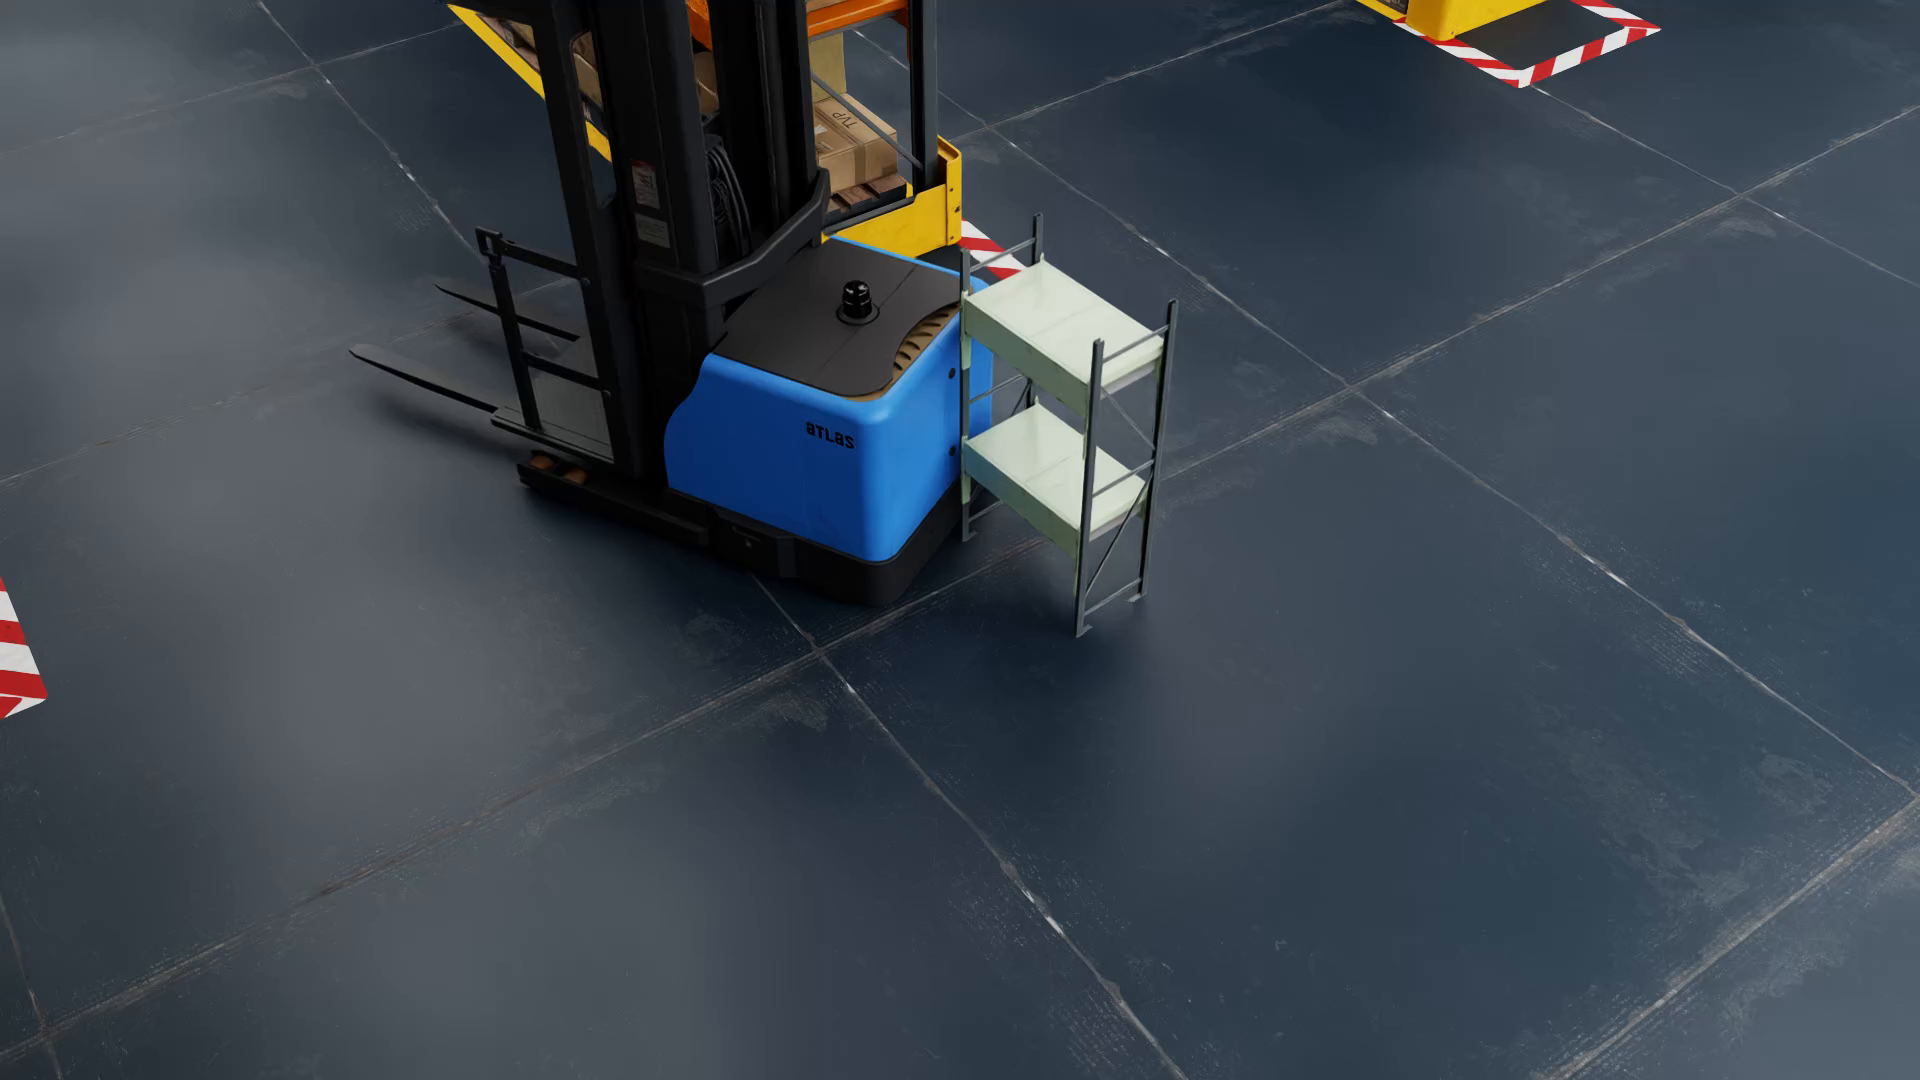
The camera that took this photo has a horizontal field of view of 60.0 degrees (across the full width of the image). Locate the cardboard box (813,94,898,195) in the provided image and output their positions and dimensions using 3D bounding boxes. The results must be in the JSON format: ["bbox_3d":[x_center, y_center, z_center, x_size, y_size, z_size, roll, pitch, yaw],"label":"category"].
[{"bbox_3d":[-0.682,-2.134,8.991,0.500,0.250,0.500,-26,49,-24],"label":"cardboard box"}]

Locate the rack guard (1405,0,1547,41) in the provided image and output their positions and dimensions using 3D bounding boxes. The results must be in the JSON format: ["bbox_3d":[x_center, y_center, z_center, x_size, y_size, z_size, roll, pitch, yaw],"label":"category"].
[{"bbox_3d":[3.426,-3.660,10.713,1.175,0.500,0.348,-26,49,-24],"label":"rack guard"}]

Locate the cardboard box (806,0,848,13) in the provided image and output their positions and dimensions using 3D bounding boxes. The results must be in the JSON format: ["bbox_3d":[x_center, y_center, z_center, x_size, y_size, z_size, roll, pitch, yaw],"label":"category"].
[{"bbox_3d":[-0.814,-2.891,8.024,0.700,0.500,0.500,-26,49,-24],"label":"cardboard box"}]

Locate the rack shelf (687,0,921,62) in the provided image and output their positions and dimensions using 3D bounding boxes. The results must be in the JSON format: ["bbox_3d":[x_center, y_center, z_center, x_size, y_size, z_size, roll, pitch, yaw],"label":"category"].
[{"bbox_3d":[-1.701,-3.458,9.211,1.077,0.370,4.000,-26,49,-24],"label":"rack shelf"}]

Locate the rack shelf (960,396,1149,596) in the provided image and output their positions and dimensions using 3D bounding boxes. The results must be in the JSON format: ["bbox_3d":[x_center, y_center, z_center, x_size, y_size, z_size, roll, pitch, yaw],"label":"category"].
[{"bbox_3d":[0.391,-0.191,6.827,0.431,0.370,0.720,-30,51,-27],"label":"rack shelf"}]

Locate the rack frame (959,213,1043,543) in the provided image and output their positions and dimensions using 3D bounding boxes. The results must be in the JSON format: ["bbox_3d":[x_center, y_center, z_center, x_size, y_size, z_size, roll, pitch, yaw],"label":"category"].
[{"bbox_3d":[0.158,-0.622,6.806,0.400,1.500,0.023,-30,51,-27],"label":"rack frame"}]

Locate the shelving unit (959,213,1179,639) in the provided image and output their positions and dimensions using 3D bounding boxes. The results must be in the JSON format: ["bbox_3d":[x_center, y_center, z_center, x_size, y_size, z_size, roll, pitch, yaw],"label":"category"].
[{"bbox_3d":[0.391,-0.427,6.602,0.431,1.500,0.755,-30,51,-27],"label":"shelving unit"}]

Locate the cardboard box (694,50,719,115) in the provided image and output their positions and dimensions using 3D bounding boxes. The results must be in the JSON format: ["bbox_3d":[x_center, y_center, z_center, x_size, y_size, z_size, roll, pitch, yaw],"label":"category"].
[{"bbox_3d":[-1.108,-2.200,8.517,0.500,0.500,0.500,-26,49,-24],"label":"cardboard box"}]

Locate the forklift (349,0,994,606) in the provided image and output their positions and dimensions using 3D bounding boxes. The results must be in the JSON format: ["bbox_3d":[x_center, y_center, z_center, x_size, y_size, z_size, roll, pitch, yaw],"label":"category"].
[{"bbox_3d":[-1.395,-1.517,6.707,3.031,2.935,1.130,20,47,20],"label":"forklift"}]

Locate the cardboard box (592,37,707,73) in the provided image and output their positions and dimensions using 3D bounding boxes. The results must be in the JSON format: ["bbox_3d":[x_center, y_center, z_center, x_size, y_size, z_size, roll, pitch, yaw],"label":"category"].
[{"bbox_3d":[-1.692,-2.760,9.104,0.500,0.500,0.500,-26,49,-24],"label":"cardboard box"}]

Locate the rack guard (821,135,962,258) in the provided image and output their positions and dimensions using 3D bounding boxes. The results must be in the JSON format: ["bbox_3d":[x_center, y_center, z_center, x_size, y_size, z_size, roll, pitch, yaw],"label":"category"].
[{"bbox_3d":[-0.543,-1.667,8.625,1.175,0.500,0.348,-26,49,-24],"label":"rack guard"}]

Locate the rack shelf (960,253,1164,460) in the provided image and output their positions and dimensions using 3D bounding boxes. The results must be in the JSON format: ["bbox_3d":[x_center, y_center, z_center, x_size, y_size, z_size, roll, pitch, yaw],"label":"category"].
[{"bbox_3d":[0.391,-0.709,6.333,0.431,0.370,0.720,-30,51,-27],"label":"rack shelf"}]

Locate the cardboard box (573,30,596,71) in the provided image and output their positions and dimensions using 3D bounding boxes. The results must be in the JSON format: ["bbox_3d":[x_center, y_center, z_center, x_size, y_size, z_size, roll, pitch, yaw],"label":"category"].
[{"bbox_3d":[-1.977,-3.044,9.401,0.500,0.500,0.500,-26,49,-24],"label":"cardboard box"}]

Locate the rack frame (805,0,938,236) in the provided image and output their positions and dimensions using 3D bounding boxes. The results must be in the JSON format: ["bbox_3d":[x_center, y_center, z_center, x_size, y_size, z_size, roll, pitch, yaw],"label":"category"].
[{"bbox_3d":[-0.557,-2.585,7.777,1.000,3.000,0.127,-26,49,-24],"label":"rack frame"}]

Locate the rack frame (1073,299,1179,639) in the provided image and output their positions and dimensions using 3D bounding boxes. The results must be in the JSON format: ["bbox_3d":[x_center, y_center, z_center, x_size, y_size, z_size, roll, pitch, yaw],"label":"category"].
[{"bbox_3d":[0.624,-0.232,6.398,0.400,1.500,0.023,-30,51,-27],"label":"rack frame"}]

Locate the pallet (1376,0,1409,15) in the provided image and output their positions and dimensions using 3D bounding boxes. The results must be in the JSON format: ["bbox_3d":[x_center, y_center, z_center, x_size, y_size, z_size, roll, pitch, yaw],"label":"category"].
[{"bbox_3d":[2.965,-4.018,11.297,1.003,0.211,1.213,-26,49,-24],"label":"pallet"}]

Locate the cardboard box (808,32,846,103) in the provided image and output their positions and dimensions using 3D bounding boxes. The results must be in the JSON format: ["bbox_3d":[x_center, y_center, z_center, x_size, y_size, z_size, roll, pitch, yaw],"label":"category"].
[{"bbox_3d":[-0.969,-2.688,9.028,0.500,0.500,0.500,-26,49,-24],"label":"cardboard box"}]

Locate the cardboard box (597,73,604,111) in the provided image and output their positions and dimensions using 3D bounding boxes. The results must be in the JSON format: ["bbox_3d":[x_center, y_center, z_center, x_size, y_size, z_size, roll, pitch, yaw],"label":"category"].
[{"bbox_3d":[-1.690,-2.490,9.364,0.500,0.250,0.500,-26,49,-24],"label":"cardboard box"}]

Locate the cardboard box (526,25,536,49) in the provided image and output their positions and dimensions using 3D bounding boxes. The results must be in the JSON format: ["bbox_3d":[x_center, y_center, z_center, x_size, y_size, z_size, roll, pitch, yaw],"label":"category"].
[{"bbox_3d":[-2.265,-3.055,9.956,0.500,0.250,0.500,-26,49,-24],"label":"cardboard box"}]

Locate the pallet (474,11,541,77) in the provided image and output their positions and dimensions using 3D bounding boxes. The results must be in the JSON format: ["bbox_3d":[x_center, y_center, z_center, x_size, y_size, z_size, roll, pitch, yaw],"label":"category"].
[{"bbox_3d":[-2.425,-3.375,10.623,1.003,0.211,1.213,-26,49,-24],"label":"pallet"}]

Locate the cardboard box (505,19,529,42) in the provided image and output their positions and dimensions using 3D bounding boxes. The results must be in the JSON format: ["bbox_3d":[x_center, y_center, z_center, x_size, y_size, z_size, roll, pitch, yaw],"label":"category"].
[{"bbox_3d":[-2.547,-3.340,10.255,0.500,0.250,0.500,-26,49,-24],"label":"cardboard box"}]

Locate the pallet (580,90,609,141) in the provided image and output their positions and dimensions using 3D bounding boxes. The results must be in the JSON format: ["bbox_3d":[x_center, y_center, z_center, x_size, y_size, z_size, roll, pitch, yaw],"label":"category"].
[{"bbox_3d":[-1.723,-2.683,9.899,1.003,0.211,1.213,-26,49,-24],"label":"pallet"}]

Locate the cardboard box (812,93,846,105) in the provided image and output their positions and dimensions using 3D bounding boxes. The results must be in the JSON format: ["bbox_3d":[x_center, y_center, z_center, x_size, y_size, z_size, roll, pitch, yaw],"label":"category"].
[{"bbox_3d":[-0.971,-2.416,9.286,0.500,0.250,0.500,-26,49,-24],"label":"cardboard box"}]

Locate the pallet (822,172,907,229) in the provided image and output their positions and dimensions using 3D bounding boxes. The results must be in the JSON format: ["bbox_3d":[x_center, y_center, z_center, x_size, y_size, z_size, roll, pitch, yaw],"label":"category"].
[{"bbox_3d":[-1.029,-1.993,9.176,1.003,0.211,1.213,-26,49,-24],"label":"pallet"}]

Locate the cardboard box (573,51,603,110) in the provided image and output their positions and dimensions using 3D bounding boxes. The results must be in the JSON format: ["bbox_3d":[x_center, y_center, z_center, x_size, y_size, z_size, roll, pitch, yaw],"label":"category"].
[{"bbox_3d":[-1.974,-2.774,9.662,0.500,0.250,0.500,-26,49,-24],"label":"cardboard box"}]
